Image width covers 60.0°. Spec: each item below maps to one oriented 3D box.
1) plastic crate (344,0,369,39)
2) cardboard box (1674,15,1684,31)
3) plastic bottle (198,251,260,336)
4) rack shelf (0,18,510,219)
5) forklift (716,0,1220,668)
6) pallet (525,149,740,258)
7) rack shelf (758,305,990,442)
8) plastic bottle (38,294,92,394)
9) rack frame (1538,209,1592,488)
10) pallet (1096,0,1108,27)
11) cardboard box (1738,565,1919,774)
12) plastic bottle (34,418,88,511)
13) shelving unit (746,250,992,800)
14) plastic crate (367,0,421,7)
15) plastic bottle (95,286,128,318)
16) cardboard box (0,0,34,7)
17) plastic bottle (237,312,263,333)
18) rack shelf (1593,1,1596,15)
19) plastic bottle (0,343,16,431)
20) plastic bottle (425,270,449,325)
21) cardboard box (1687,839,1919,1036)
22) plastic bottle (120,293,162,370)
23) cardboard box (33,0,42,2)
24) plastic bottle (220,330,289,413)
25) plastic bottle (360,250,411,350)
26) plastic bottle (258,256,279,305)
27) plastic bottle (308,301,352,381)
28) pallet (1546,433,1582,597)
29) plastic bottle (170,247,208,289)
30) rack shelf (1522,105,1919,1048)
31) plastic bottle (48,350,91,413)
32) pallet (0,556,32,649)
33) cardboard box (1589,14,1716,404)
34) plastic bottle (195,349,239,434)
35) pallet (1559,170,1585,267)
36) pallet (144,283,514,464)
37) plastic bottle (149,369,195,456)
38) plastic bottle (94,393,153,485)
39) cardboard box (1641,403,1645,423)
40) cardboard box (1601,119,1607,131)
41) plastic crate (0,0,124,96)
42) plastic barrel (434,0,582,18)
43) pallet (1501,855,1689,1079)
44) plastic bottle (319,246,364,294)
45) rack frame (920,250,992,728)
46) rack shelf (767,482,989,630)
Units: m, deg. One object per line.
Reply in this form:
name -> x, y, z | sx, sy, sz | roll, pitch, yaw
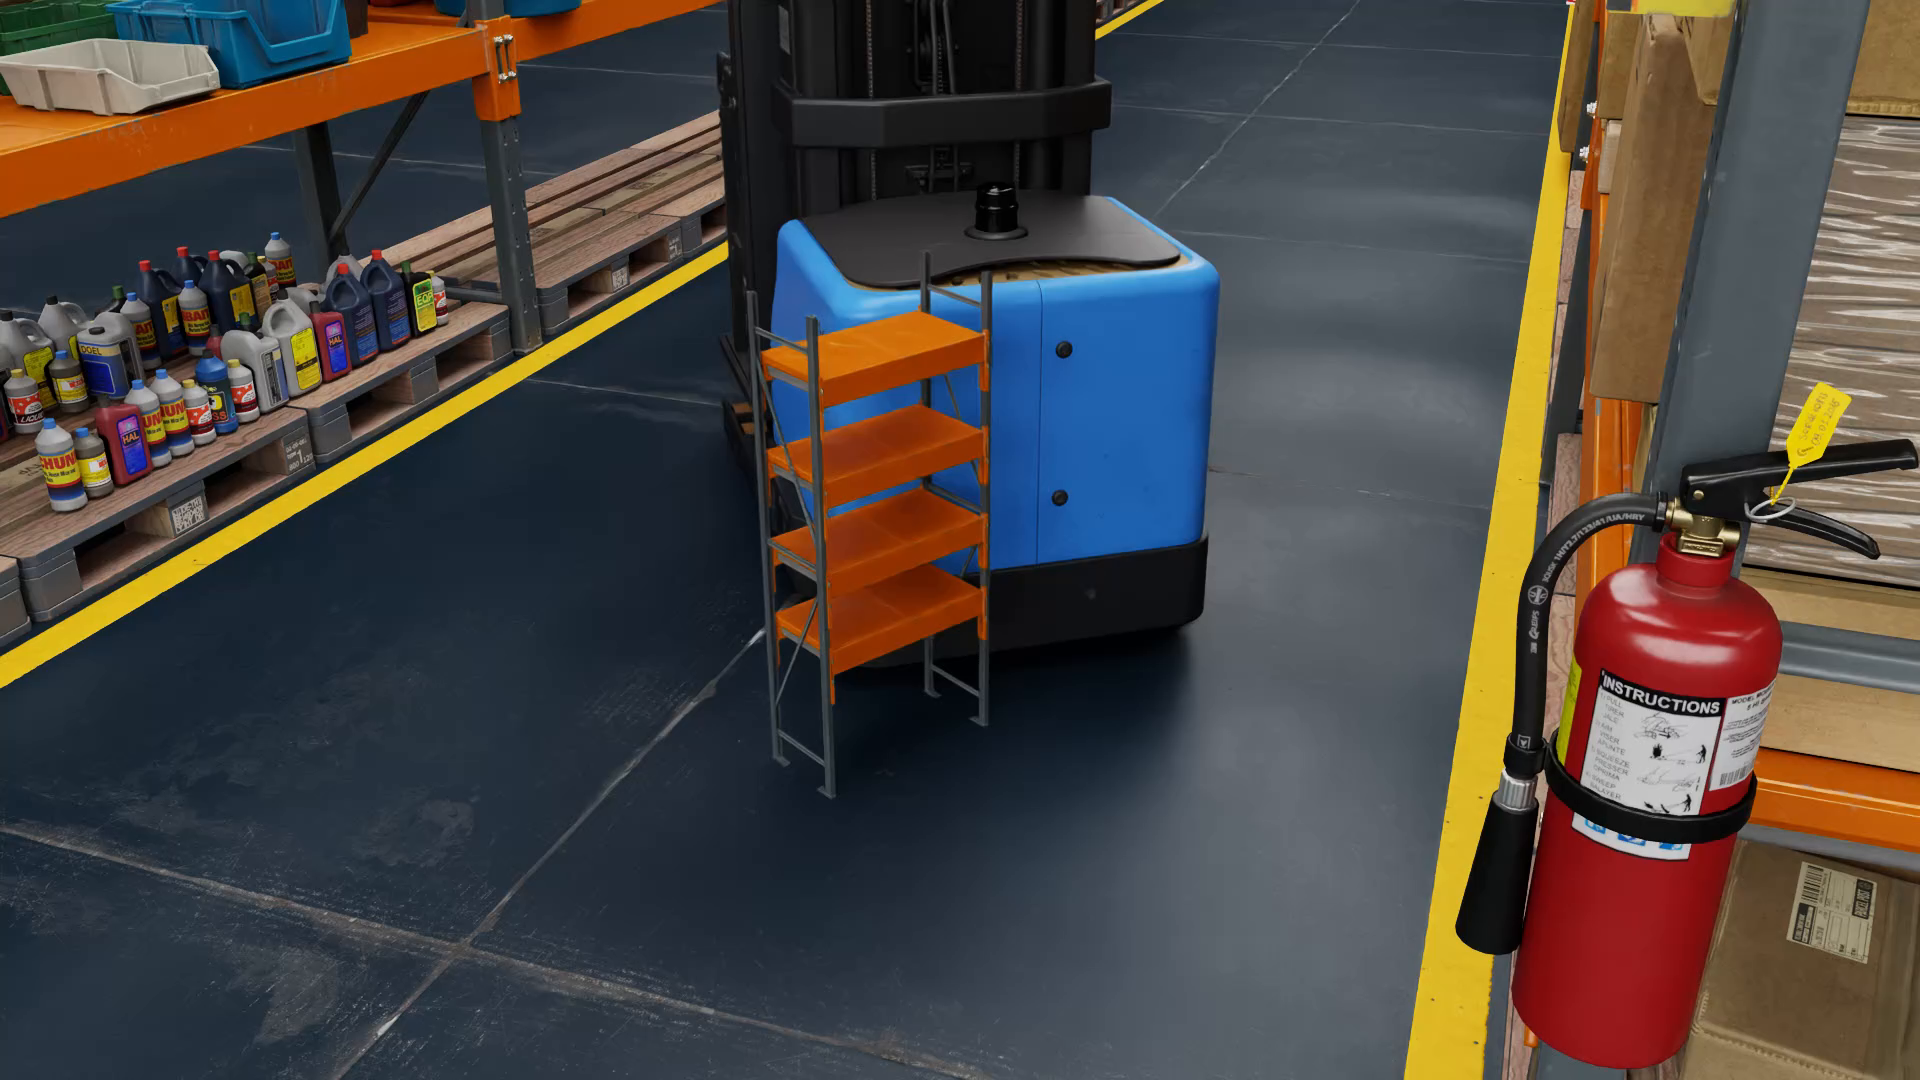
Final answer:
plastic crate -> -2.517, -1.977, 5.963 | 0.767, 0.338, 0.504 | 9, 27, 17
cardboard box -> 1.228, -0.937, 2.139 | 0.500, 0.500, 0.500 | 9, 27, 17
plastic bottle -> -2.747, -0.915, 6.233 | 0.144, 0.351, 0.185 | 9, 27, 17
rack shelf -> -2.889, -1.056, 4.815 | 1.077, 0.370, 4.000 | 9, 27, 17
forklift -> -0.214, -1.603, 5.197 | 1.130, 2.935, 3.031 | -7, 27, -14
pallet -> -1.594, -1.778, 8.680 | 1.003, 0.211, 1.213 | 9, 27, 17
rack shelf -> -0.195, -0.385, 3.766 | 0.480, 0.148, 0.258 | -21, 33, -36
plastic bottle -> -3.087, -0.684, 5.755 | 0.144, 0.351, 0.185 | 9, 27, 17
rack frame -> 2.448, -1.484, 4.872 | 1.000, 3.000, 0.127 | 9, 27, 17
pallet -> 0.647, -4.542, 14.389 | 1.003, 0.211, 1.213 | 9, 27, 17
cardboard box -> 1.017, 0.126, 1.836 | 0.380, 0.149, 0.250 | 9, 27, 17
plastic bottle -> -2.657, -0.228, 4.905 | 0.097, 0.271, 0.097 | 0, 26, 0
shelving unit -> -0.195, -0.031, 3.937 | 0.503, 1.200, 0.258 | -21, 33, -36
plastic crate -> -2.350, -2.474, 6.844 | 0.402, 0.464, 0.583 | 9, 27, 17
plastic bottle -> -3.040, -0.766, 6.003 | 0.061, 0.283, 0.133 | 10, 28, 20
cardboard box -> -6.180, -3.380, 10.818 | 0.500, 0.311, 0.500 | 8, 27, 16
plastic bottle -> -2.442, -0.664, 5.791 | 0.061, 0.283, 0.133 | 9, 27, 17
rack shelf -> 4.444, -3.625, 10.121 | 1.077, 0.370, 4.000 | 9, 27, 17
plastic bottle -> -3.200, -0.505, 5.472 | 0.152, 0.276, 0.135 | 8, 27, 16
plastic bottle -> -2.050, -0.946, 6.468 | 0.097, 0.201, 0.097 | 0, 26, 0
cardboard box -> 1.507, 0.591, 2.973 | 0.500, 0.500, 0.500 | 17, 30, 31
plastic bottle -> -2.959, -0.757, 5.997 | 0.097, 0.271, 0.097 | 0, 26, 0
cardboard box -> -5.671, -3.304, 10.661 | 0.500, 0.311, 0.500 | 8, 27, 17
plastic bottle -> -2.395, -0.590, 5.647 | 0.152, 0.276, 0.135 | 9, 27, 18
plastic bottle -> -2.166, -0.901, 6.204 | 0.144, 0.351, 0.185 | 8, 27, 16
plastic bottle -> -2.776, -1.031, 6.644 | 0.097, 0.201, 0.097 | 0, 26, 0
plastic bottle -> -2.244, -0.719, 5.905 | 0.061, 0.283, 0.133 | 11, 28, 21
pallet -> 2.257, 0.053, 4.899 | 1.003, 0.211, 1.213 | 9, 27, 17
plastic bottle -> -2.883, -0.936, 6.276 | 0.144, 0.351, 0.185 | 10, 27, 19
rack shelf -> 1.782, -0.338, 3.331 | 1.077, 0.370, 4.000 | 9, 27, 17
plastic bottle -> -3.021, -0.541, 5.631 | 0.097, 0.201, 0.097 | 0, 26, 0
pallet -> -3.298, 0.326, 4.335 | 1.003, 0.211, 1.213 | 9, 27, 17
cardboard box -> 1.379, -0.464, 2.309 | 0.875, 0.500, 0.500 | 9, 27, 17
plastic bottle -> -2.442, -0.493, 5.453 | 0.097, 0.271, 0.097 | 0, 26, 0
pallet -> 3.517, -1.551, 8.212 | 1.003, 0.211, 1.213 | 9, 27, 17
pallet -> -2.486, -0.677, 6.406 | 1.003, 0.211, 1.213 | 9, 27, 17
plastic bottle -> -2.510, -0.410, 5.281 | 0.097, 0.271, 0.097 | 0, 26, 0
plastic bottle -> -2.564, -0.324, 5.089 | 0.061, 0.283, 0.133 | 9, 27, 18
cardboard box -> 1.233, -0.187, 2.483 | 0.380, 0.149, 0.250 | 9, 27, 17
cardboard box -> 1.997, -1.225, 4.626 | 0.380, 0.149, 0.250 | 9, 27, 17
plastic crate -> -2.941, -1.590, 5.334 | 0.450, 0.188, 0.662 | 9, 27, 17
plastic barrel -> -1.809, -2.542, 6.483 | 0.600, 0.901, 0.708 | 9, 27, 17
pallet -> 1.446, 1.055, 2.828 | 1.003, 0.211, 1.213 | 9, 27, 17
plastic bottle -> -2.301, -0.922, 6.247 | 0.144, 0.351, 0.185 | 9, 27, 17
rack frame -> -0.010, -0.100, 4.081 | 0.015, 1.200, 0.240 | -21, 33, -36
rack shelf -> -0.195, 0.029, 3.967 | 0.480, 0.148, 0.258 | -21, 33, -36
